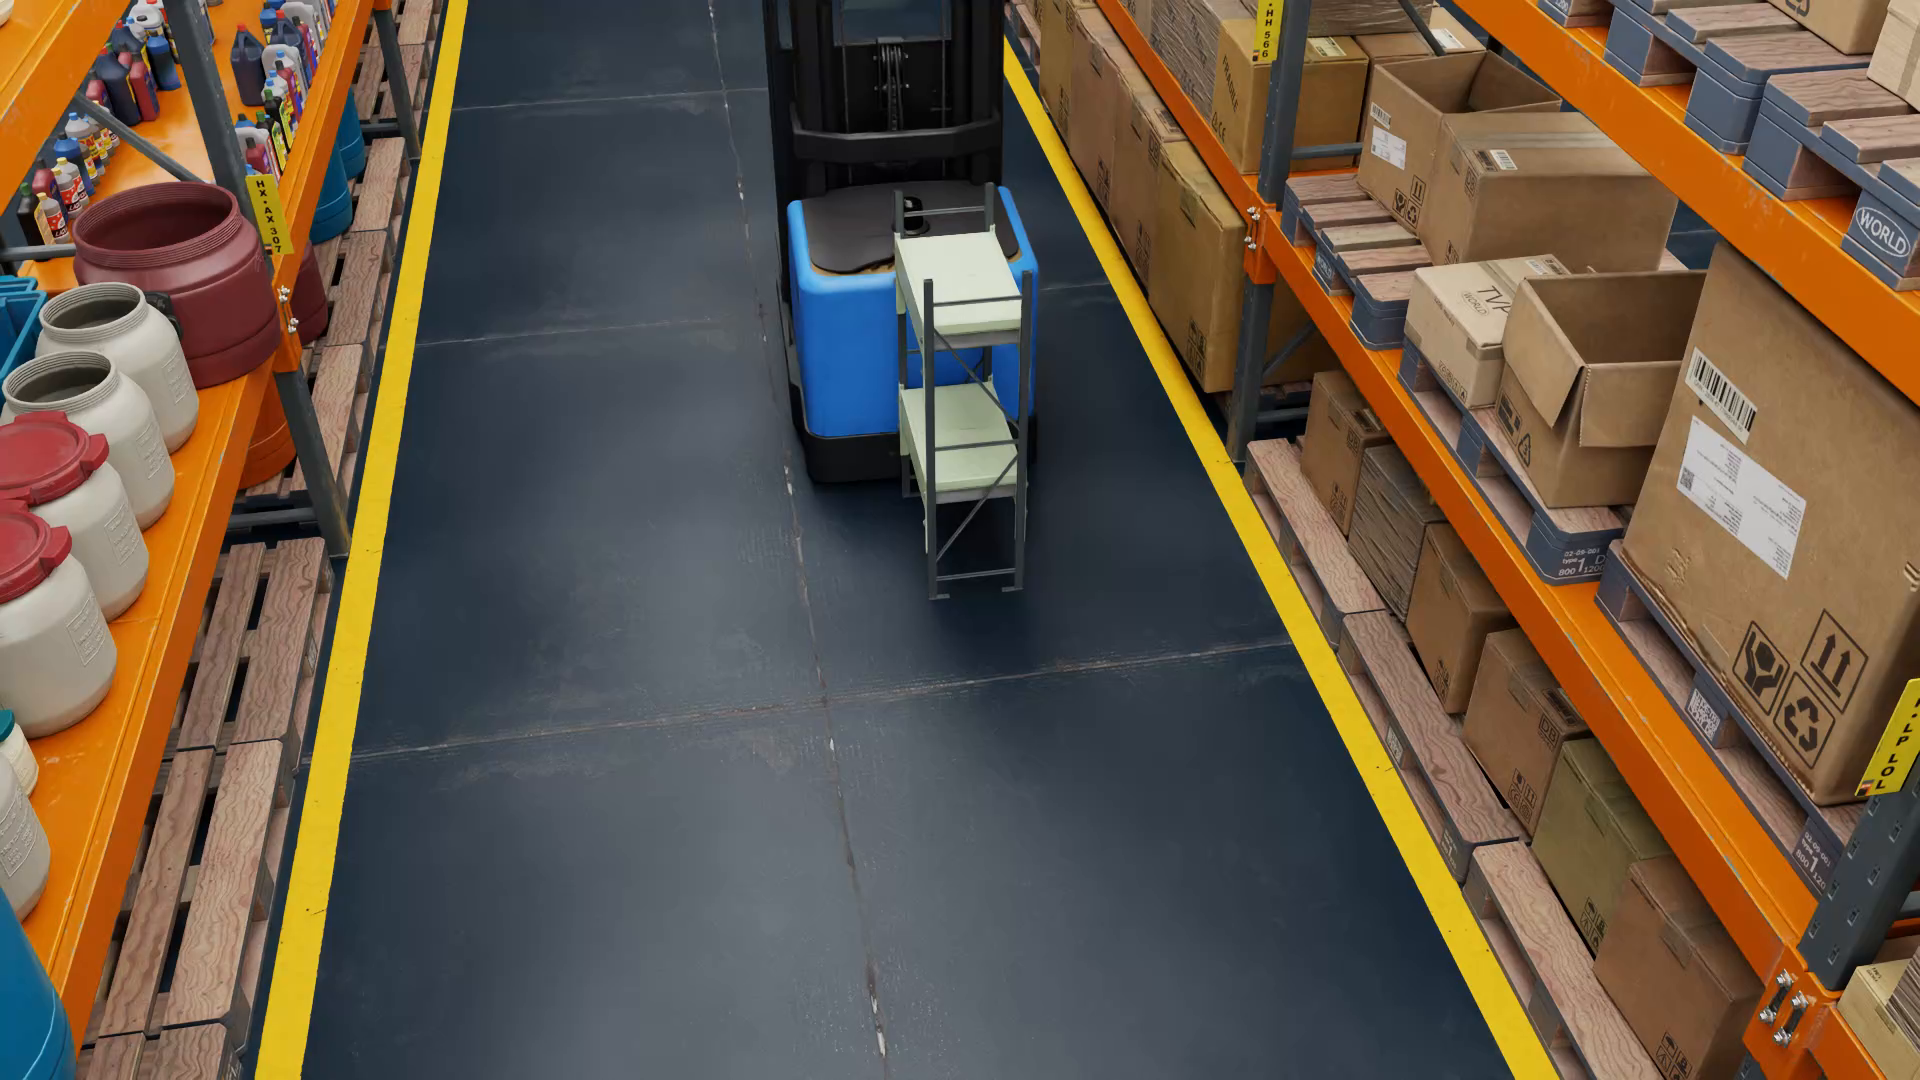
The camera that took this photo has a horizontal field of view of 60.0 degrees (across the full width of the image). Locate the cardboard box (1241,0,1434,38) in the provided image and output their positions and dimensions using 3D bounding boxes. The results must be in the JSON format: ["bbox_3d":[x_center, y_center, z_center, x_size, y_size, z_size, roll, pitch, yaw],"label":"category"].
[{"bbox_3d":[1.634,-2.502,7.127,0.797,0.503,0.637,-5,38,-6],"label":"cardboard box"}]

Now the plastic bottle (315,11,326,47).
[{"bbox_3d":[-3.221,-2.551,8.251,0.097,0.201,0.097,0,38,0],"label":"plastic bottle"}]

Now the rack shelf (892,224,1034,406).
[{"bbox_3d":[0.001,-0.896,6.545,0.431,0.370,0.720,-6,38,-8],"label":"rack shelf"}]

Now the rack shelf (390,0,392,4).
[{"bbox_3d":[-4.182,-4.431,11.094,1.077,0.370,4.000,-6,38,-8],"label":"rack shelf"}]

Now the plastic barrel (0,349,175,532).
[{"bbox_3d":[-2.666,-0.282,5.077,0.421,0.512,0.421,0,38,0],"label":"plastic barrel"}]

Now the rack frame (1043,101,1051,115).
[{"bbox_3d":[1.045,-4.039,10.004,1.000,3.000,0.127,-6,38,-8],"label":"rack frame"}]

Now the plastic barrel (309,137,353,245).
[{"bbox_3d":[-3.629,-2.086,8.858,0.600,0.901,0.708,-6,38,-8],"label":"plastic barrel"}]

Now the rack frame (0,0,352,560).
[{"bbox_3d":[-3.130,-1.091,6.209,1.000,3.000,0.127,-6,38,-8],"label":"rack frame"}]

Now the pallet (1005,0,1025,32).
[{"bbox_3d":[0.771,-4.144,12.412,1.003,0.211,1.213,-6,38,-8],"label":"pallet"}]

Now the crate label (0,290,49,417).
[{"bbox_3d":[-3.222,-0.475,5.388,0.502,0.435,0.616,-6,38,-8],"label":"crate label"}]

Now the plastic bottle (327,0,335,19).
[{"bbox_3d":[-3.316,-2.855,8.521,0.144,0.351,0.185,-6,38,-8],"label":"plastic bottle"}]

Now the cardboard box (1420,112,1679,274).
[{"bbox_3d":[2.077,-1.180,5.901,0.700,0.500,0.500,-1,38,-1],"label":"cardboard box"}]

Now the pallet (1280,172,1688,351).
[{"bbox_3d":[1.976,-1.129,6.414,1.213,0.211,1.003,-6,38,-8],"label":"pallet"}]

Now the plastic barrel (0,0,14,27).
[{"bbox_3d":[-2.677,-1.478,4.375,0.301,0.262,0.301,0,38,0],"label":"plastic barrel"}]

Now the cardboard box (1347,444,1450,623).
[{"bbox_3d":[1.993,-0.074,6.579,0.700,0.500,0.500,-9,39,-12],"label":"cardboard box"}]

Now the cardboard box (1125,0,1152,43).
[{"bbox_3d":[1.151,-2.857,8.401,0.500,0.500,0.500,-6,38,-7],"label":"cardboard box"}]

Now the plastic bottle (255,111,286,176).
[{"bbox_3d":[-2.947,-1.706,7.096,0.061,0.283,0.133,-6,38,-8],"label":"plastic bottle"}]

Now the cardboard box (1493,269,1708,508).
[{"bbox_3d":[2.053,-0.451,4.959,0.797,0.503,0.637,-3,38,-3],"label":"cardboard box"}]

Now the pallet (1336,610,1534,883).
[{"bbox_3d":[2.092,0.685,6.196,1.003,0.211,1.213,-6,38,-8],"label":"pallet"}]

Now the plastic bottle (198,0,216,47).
[{"bbox_3d":[-3.813,-2.594,8.245,0.152,0.276,0.135,-6,38,-8],"label":"plastic bottle"}]

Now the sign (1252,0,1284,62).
[{"bbox_3d":[1.200,-2.019,6.460,0.100,0.325,0.005,-6,38,-8],"label":"sign"}]

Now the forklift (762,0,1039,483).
[{"bbox_3d":[-0.379,-2.314,7.840,1.130,2.935,3.031,-5,38,-7],"label":"forklift"}]

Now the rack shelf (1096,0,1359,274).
[{"bbox_3d":[1.396,-2.547,8.670,1.077,0.370,4.000,-6,38,-8],"label":"rack shelf"}]

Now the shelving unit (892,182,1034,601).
[{"bbox_3d":[0.001,-0.588,6.785,0.431,1.500,0.755,-6,38,-8],"label":"shelving unit"}]

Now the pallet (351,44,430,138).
[{"bbox_3d":[-3.998,-2.845,10.740,1.003,0.211,1.213,-6,38,-8],"label":"pallet"}]

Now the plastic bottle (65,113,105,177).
[{"bbox_3d":[-3.732,-1.684,7.078,0.097,0.271,0.097,0,38,0],"label":"plastic bottle"}]

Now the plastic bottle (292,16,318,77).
[{"bbox_3d":[-3.142,-2.376,7.958,0.061,0.283,0.133,-6,38,-8],"label":"plastic bottle"}]

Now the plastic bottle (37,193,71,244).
[{"bbox_3d":[-3.623,-1.282,6.617,0.097,0.201,0.097,0,38,0],"label":"plastic bottle"}]

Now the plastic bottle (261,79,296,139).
[{"bbox_3d":[-3.026,-1.908,7.366,0.097,0.271,0.097,0,38,0],"label":"plastic bottle"}]

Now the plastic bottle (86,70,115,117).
[{"bbox_3d":[-3.821,-1.933,7.389,0.061,0.283,0.133,-6,38,-8],"label":"plastic bottle"}]

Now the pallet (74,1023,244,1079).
[{"bbox_3d":[-2.605,1.956,4.560,1.003,0.211,1.213,-6,38,-8],"label":"pallet"}]

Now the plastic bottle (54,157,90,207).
[{"bbox_3d":[-3.681,-1.480,6.873,0.097,0.201,0.097,0,38,0],"label":"plastic bottle"}]

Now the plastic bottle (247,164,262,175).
[{"bbox_3d":[-2.898,-1.440,6.821,0.097,0.201,0.097,0,38,0],"label":"plastic bottle"}]

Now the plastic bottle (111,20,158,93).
[{"bbox_3d":[-3.864,-2.253,7.745,0.144,0.351,0.185,-6,38,-8],"label":"plastic bottle"}]

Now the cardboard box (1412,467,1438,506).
[{"bbox_3d":[1.996,-0.385,6.369,0.500,0.250,0.500,-2,38,-3],"label":"cardboard box"}]

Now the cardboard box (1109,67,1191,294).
[{"bbox_3d":[1.497,-1.908,8.651,1.225,0.875,0.875,-6,38,-8],"label":"cardboard box"}]

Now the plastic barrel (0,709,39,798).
[{"bbox_3d":[-2.510,0.564,4.192,0.301,0.262,0.301,0,38,0],"label":"plastic barrel"}]

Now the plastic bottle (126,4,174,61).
[{"bbox_3d":[-3.922,-2.438,8.044,0.152,0.276,0.135,-6,38,-8],"label":"plastic bottle"}]

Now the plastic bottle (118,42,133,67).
[{"bbox_3d":[-3.817,-2.132,7.645,0.061,0.283,0.133,-6,38,-8],"label":"plastic bottle"}]

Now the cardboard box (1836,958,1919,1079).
[{"bbox_3d":[2.189,1.054,3.653,0.380,0.149,0.250,-6,38,-8],"label":"cardboard box"}]

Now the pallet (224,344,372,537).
[{"bbox_3d":[-3.309,-0.461,7.671,1.003,0.211,1.213,-6,38,-8],"label":"pallet"}]

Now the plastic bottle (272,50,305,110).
[{"bbox_3d":[-3.084,-2.106,7.621,0.097,0.271,0.097,0,38,0],"label":"plastic bottle"}]

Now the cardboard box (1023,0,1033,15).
[{"bbox_3d":[0.850,-4.317,11.751,0.875,0.875,0.875,-6,38,-8],"label":"cardboard box"}]

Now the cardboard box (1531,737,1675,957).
[{"bbox_3d":[2.296,0.943,5.270,0.700,0.500,0.500,-6,38,-8],"label":"cardboard box"}]

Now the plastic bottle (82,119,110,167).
[{"bbox_3d":[-3.749,-1.716,7.175,0.097,0.201,0.097,0,38,0],"label":"plastic bottle"}]

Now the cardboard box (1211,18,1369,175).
[{"bbox_3d":[1.416,-1.934,7.213,0.500,0.500,0.500,-5,38,-7],"label":"cardboard box"}]
